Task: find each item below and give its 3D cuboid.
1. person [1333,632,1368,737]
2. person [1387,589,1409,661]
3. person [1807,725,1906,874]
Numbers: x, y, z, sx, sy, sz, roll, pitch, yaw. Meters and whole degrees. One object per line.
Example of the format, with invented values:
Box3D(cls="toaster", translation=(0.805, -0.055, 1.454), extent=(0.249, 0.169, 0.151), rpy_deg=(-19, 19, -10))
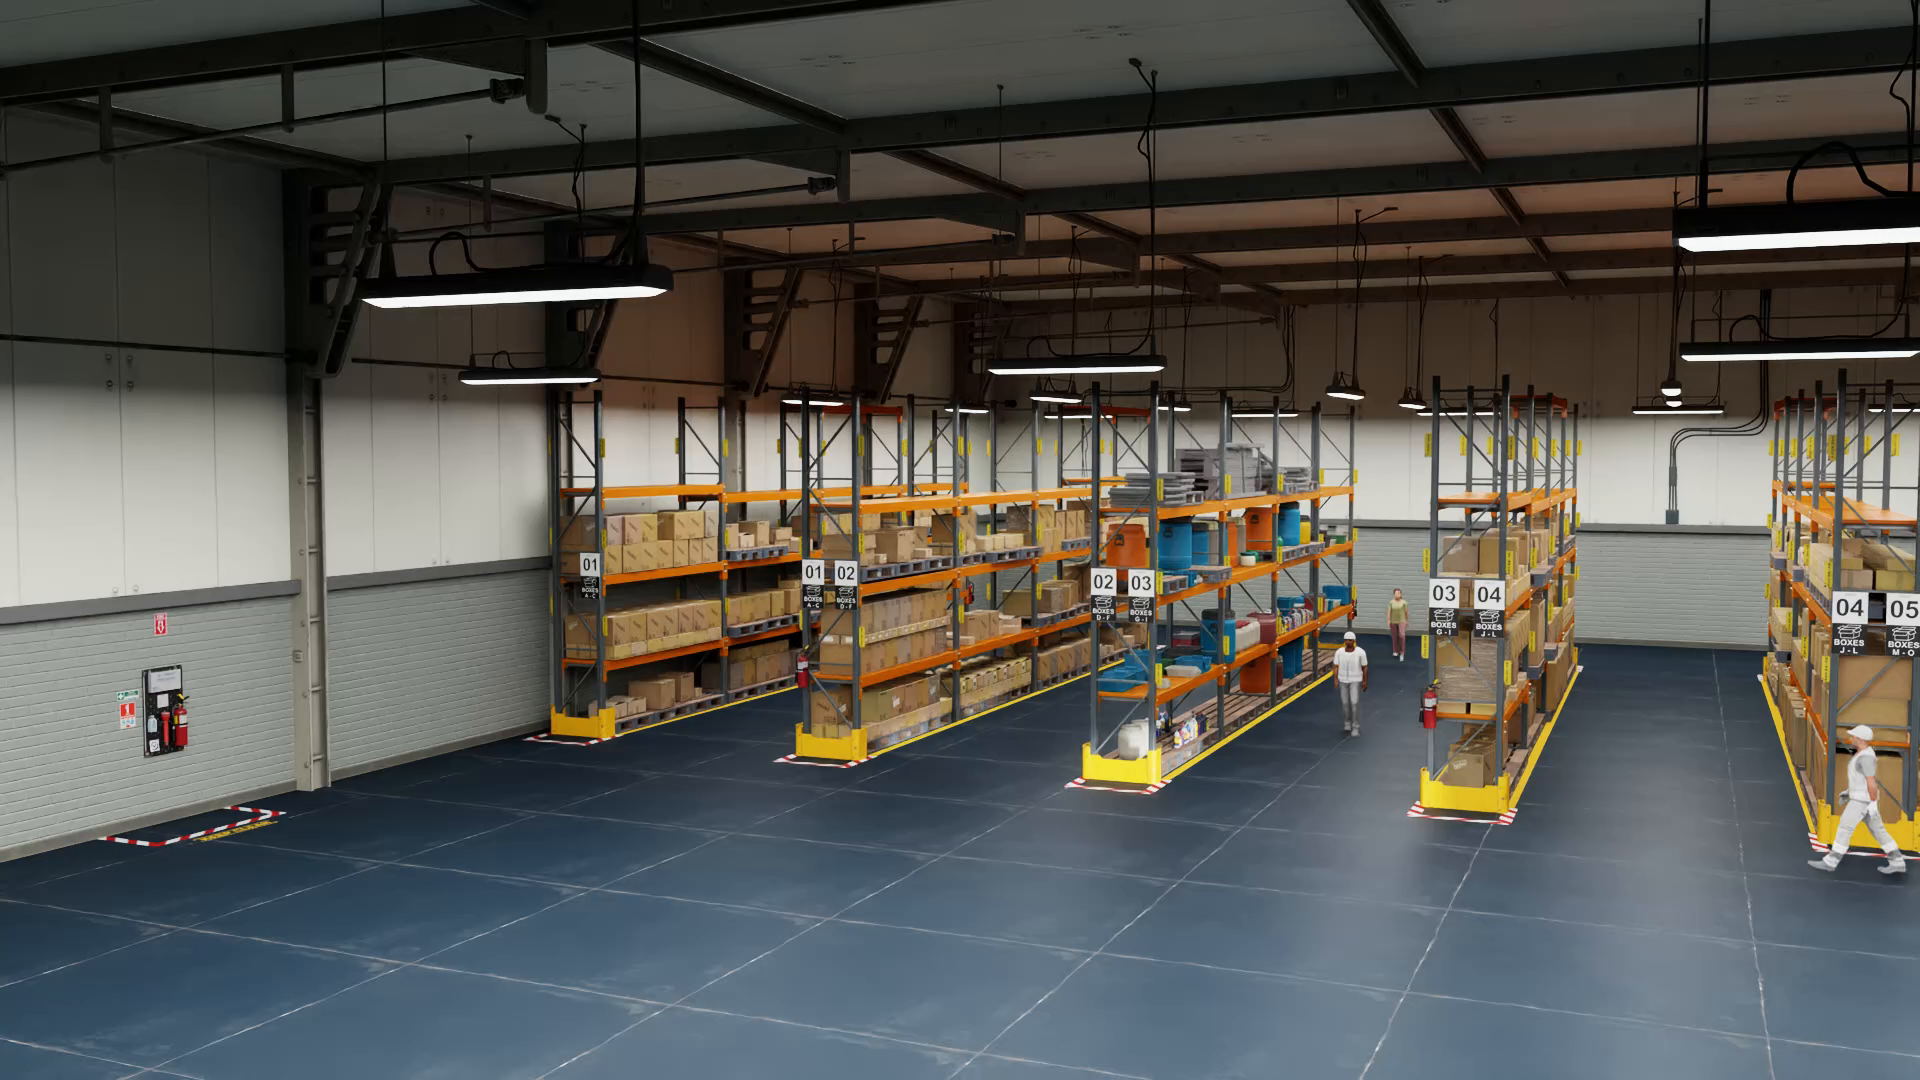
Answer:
Box3D(cls="person", translation=(6.820, 2.513, 29.196), extent=(0.580, 1.796, 0.650), rpy_deg=(2, 4, 33))
Box3D(cls="person", translation=(10.412, 1.999, 39.546), extent=(0.493, 1.681, 0.848), rpy_deg=(1, 3, 18))
Box3D(cls="person", translation=(10.547, 3.040, 19.516), extent=(1.014, 1.750, 0.572), rpy_deg=(2, 4, 32))
